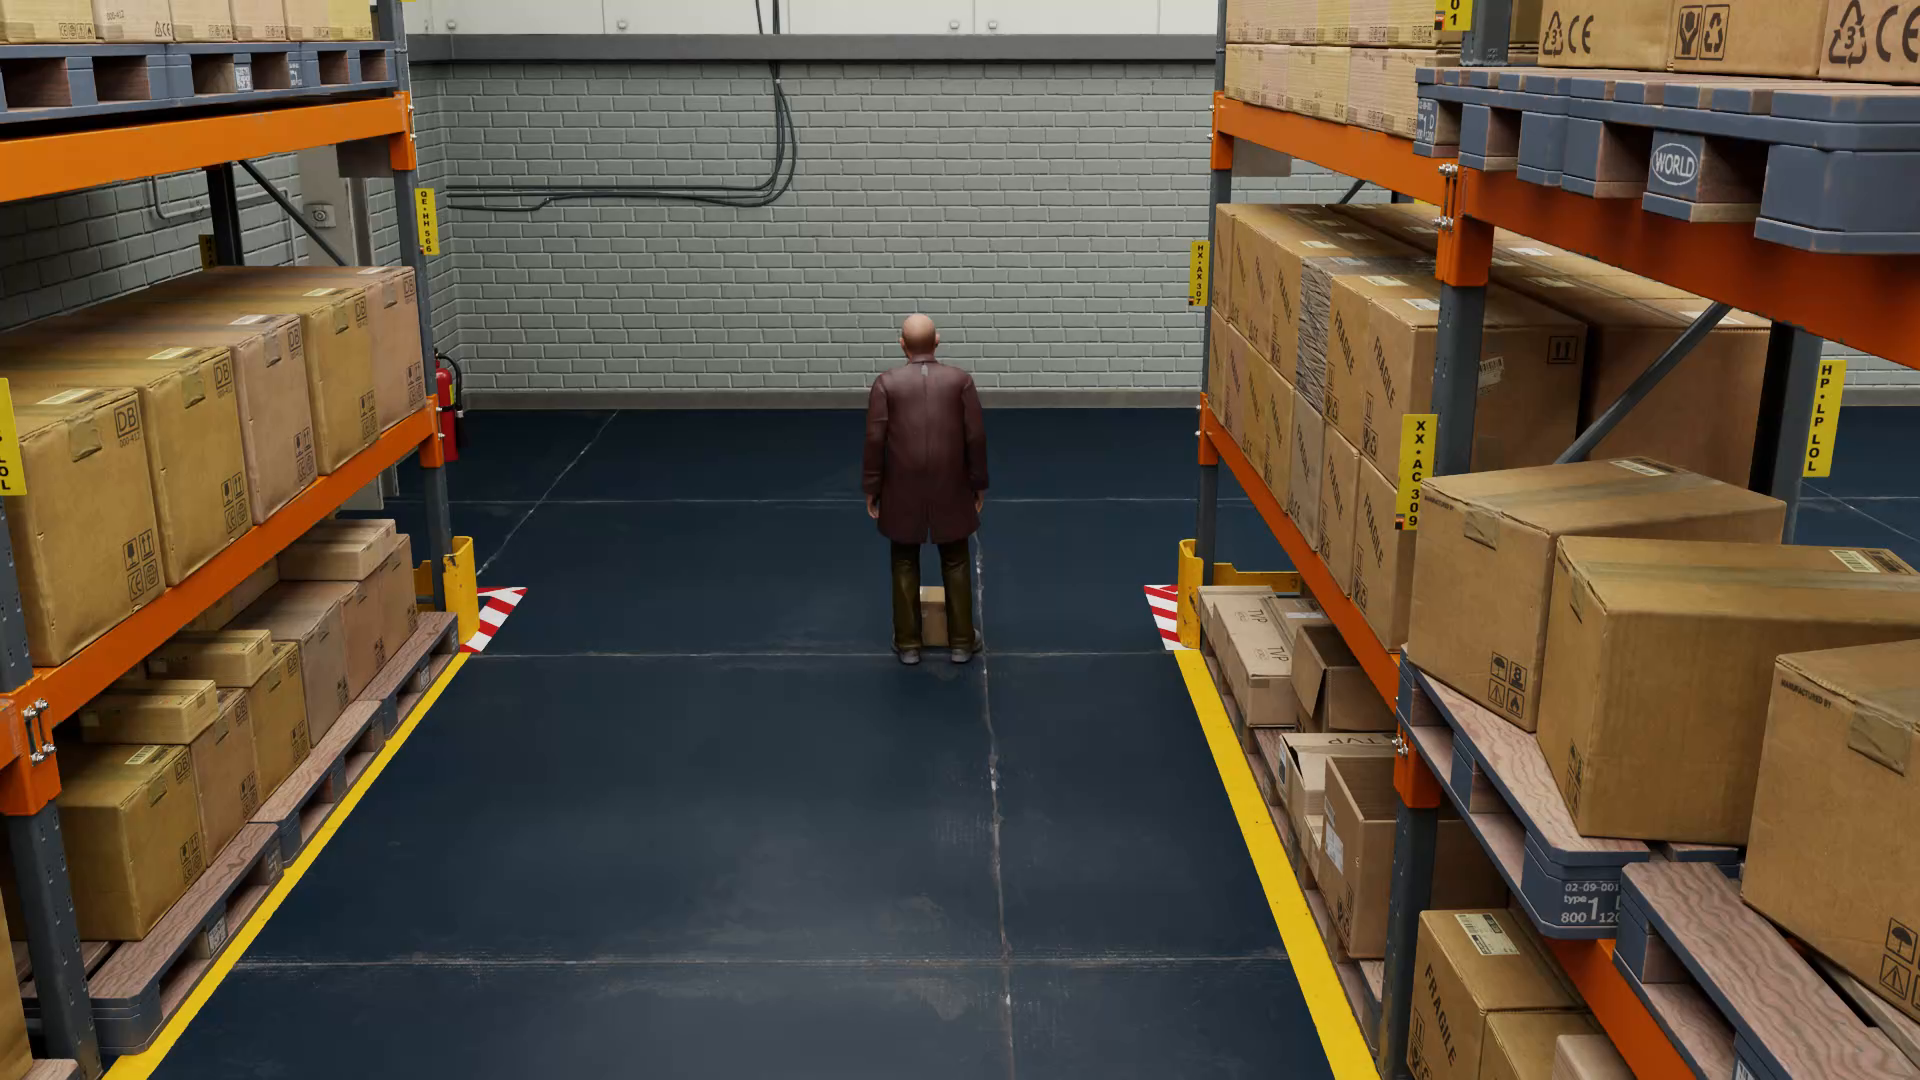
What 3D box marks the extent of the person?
[{"bbox_3d":[-0.175,-0.252,8.402,0.648,1.772,0.429,-1,17,-4],"label":"person"}]
